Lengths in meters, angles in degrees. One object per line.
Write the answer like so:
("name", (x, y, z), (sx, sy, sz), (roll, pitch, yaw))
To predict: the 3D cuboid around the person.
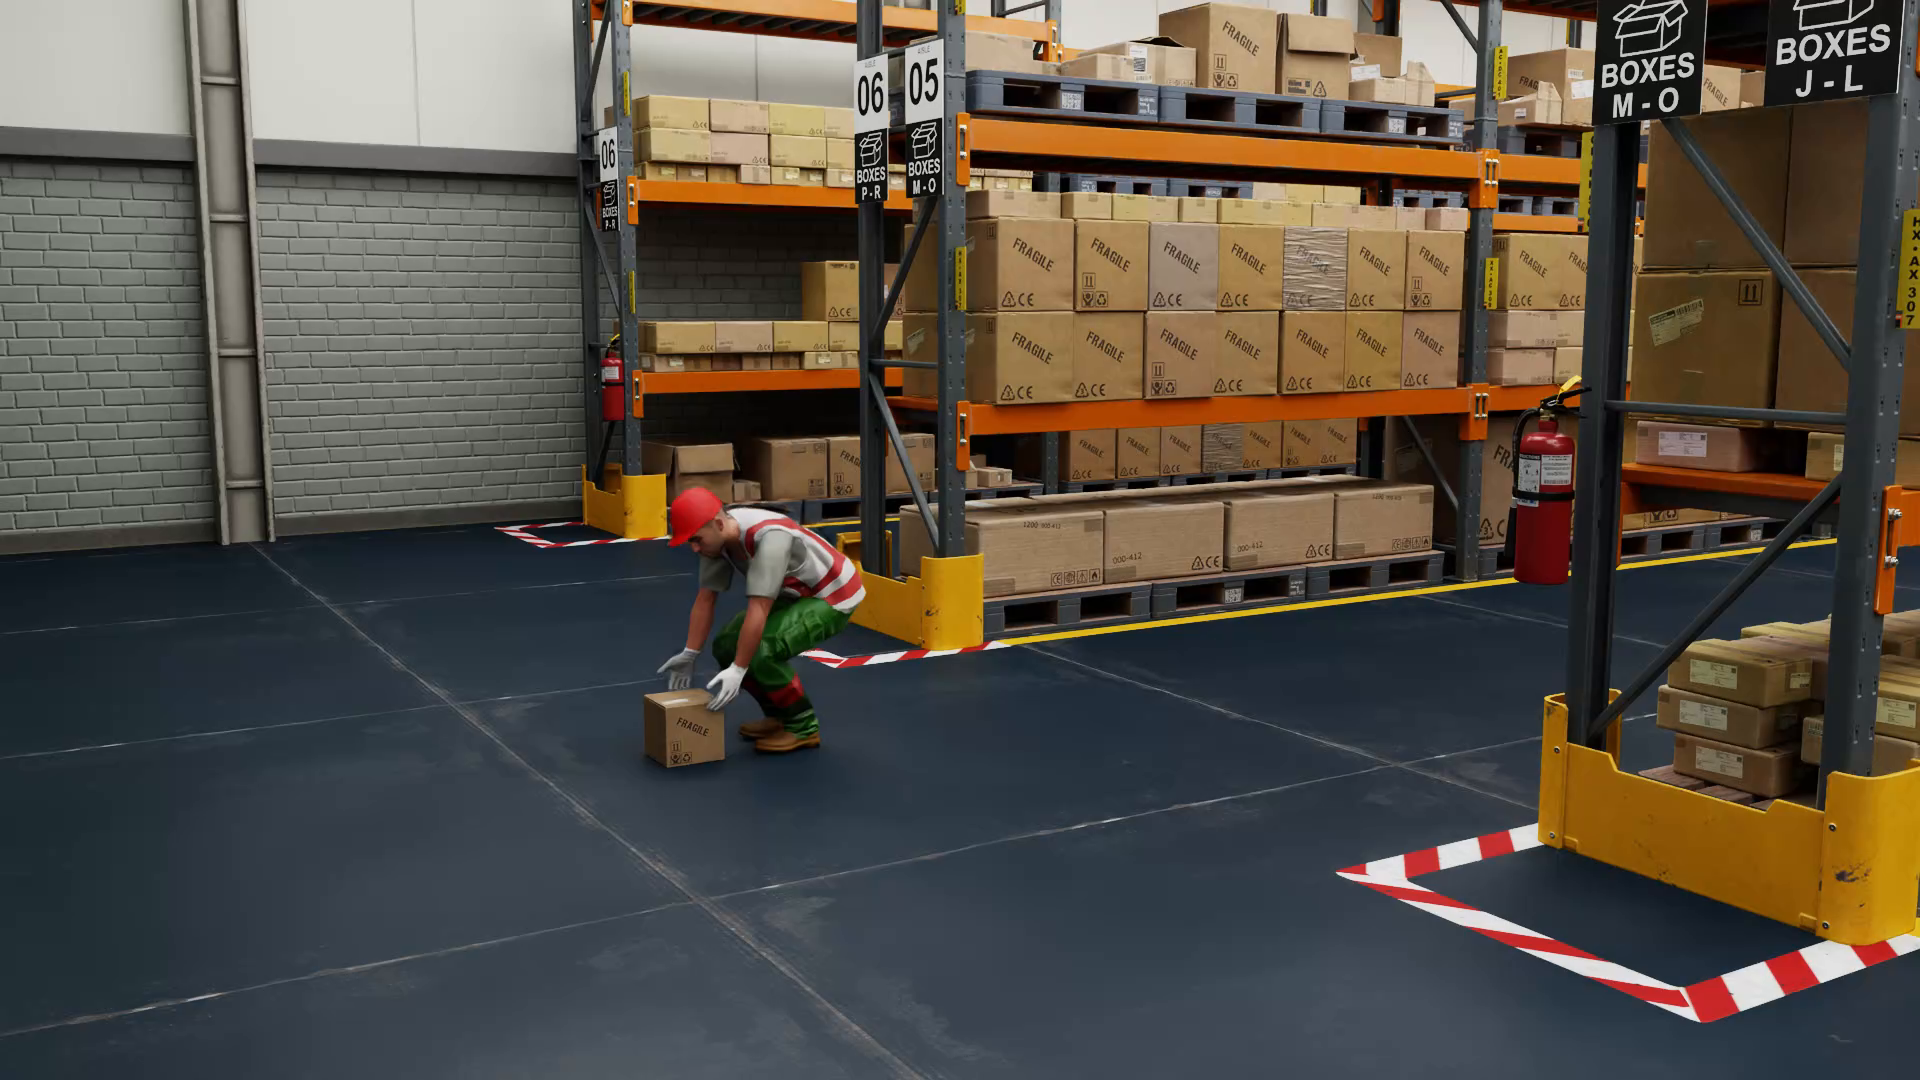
("person", (-0.920, 0.328, 6.877), (0.965, 1.095, 0.497), (-5, 10, -33))
